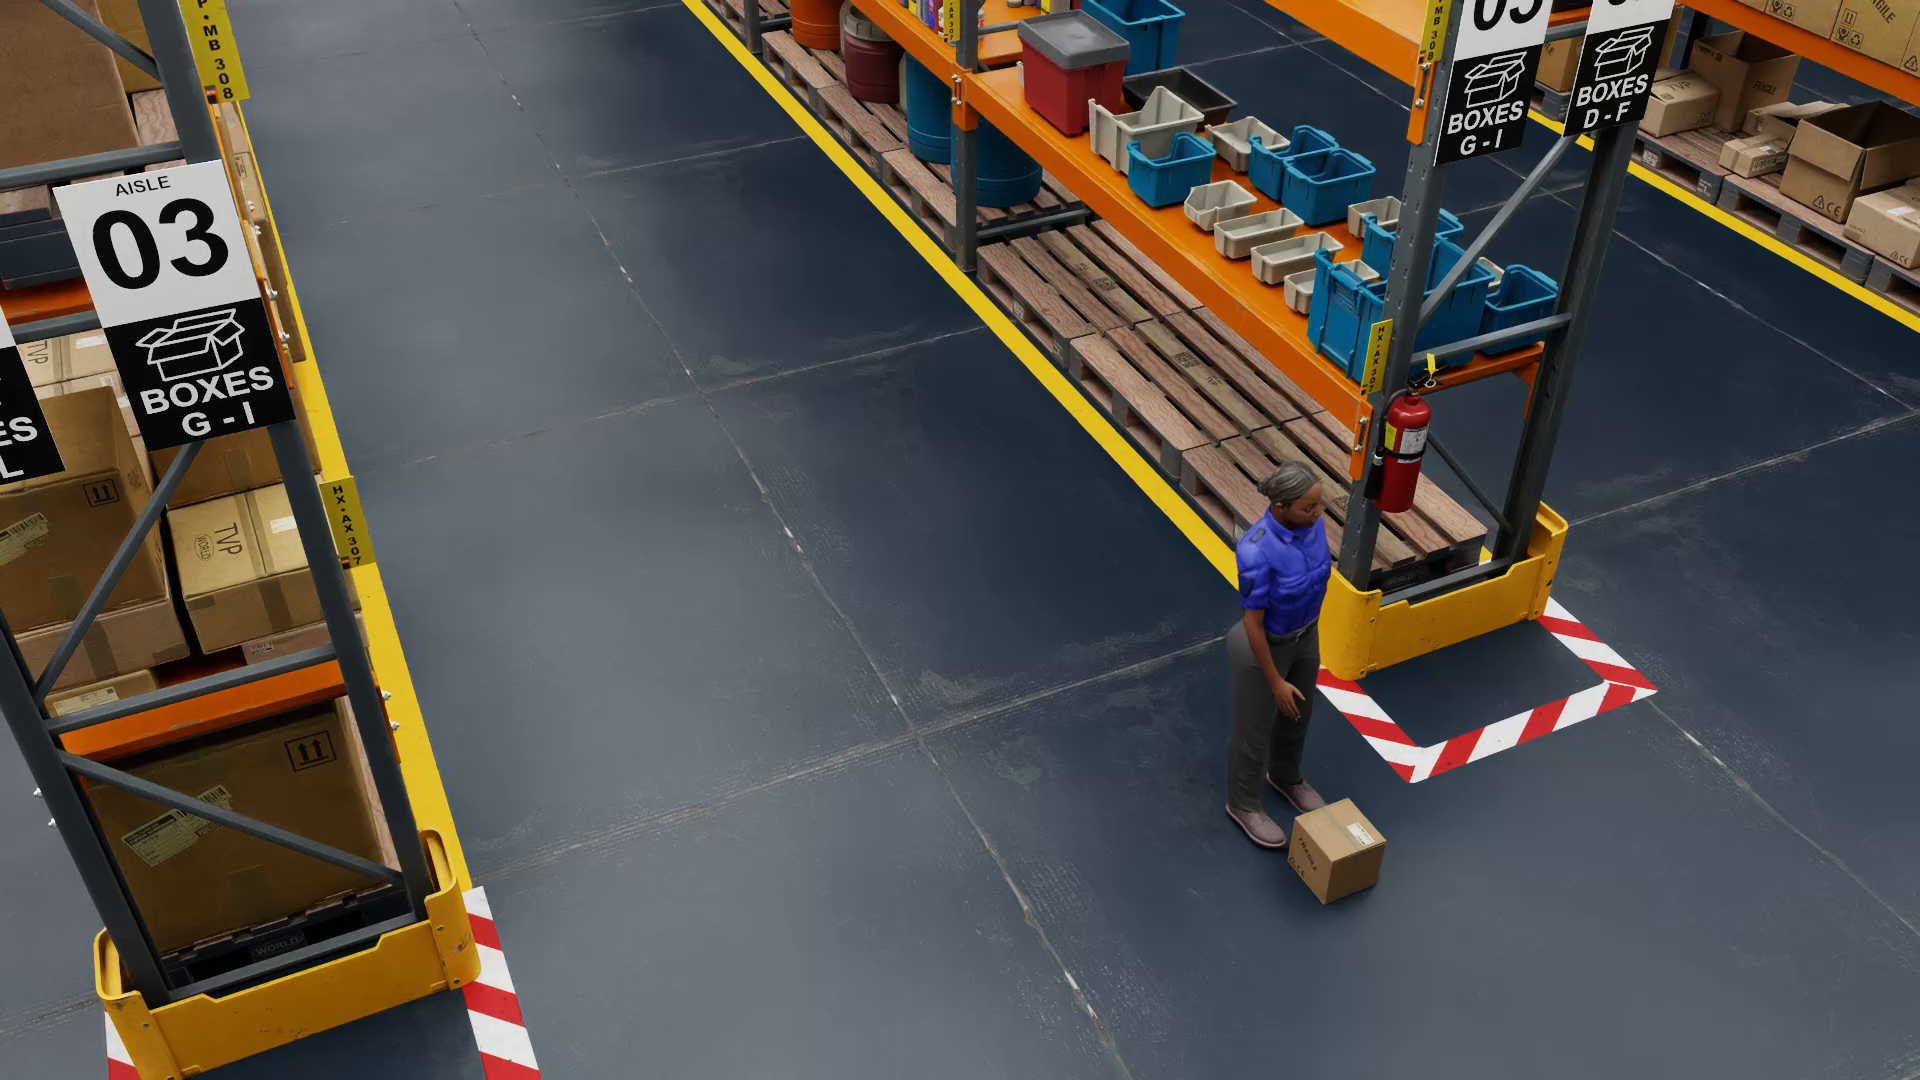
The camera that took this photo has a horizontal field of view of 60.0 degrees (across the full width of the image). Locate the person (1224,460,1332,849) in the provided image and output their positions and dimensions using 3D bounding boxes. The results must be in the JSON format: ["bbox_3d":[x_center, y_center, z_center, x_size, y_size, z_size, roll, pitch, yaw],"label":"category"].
[{"bbox_3d":[1.233,0.441,6.271,0.462,1.687,0.439,-27,45,-30],"label":"person"}]
